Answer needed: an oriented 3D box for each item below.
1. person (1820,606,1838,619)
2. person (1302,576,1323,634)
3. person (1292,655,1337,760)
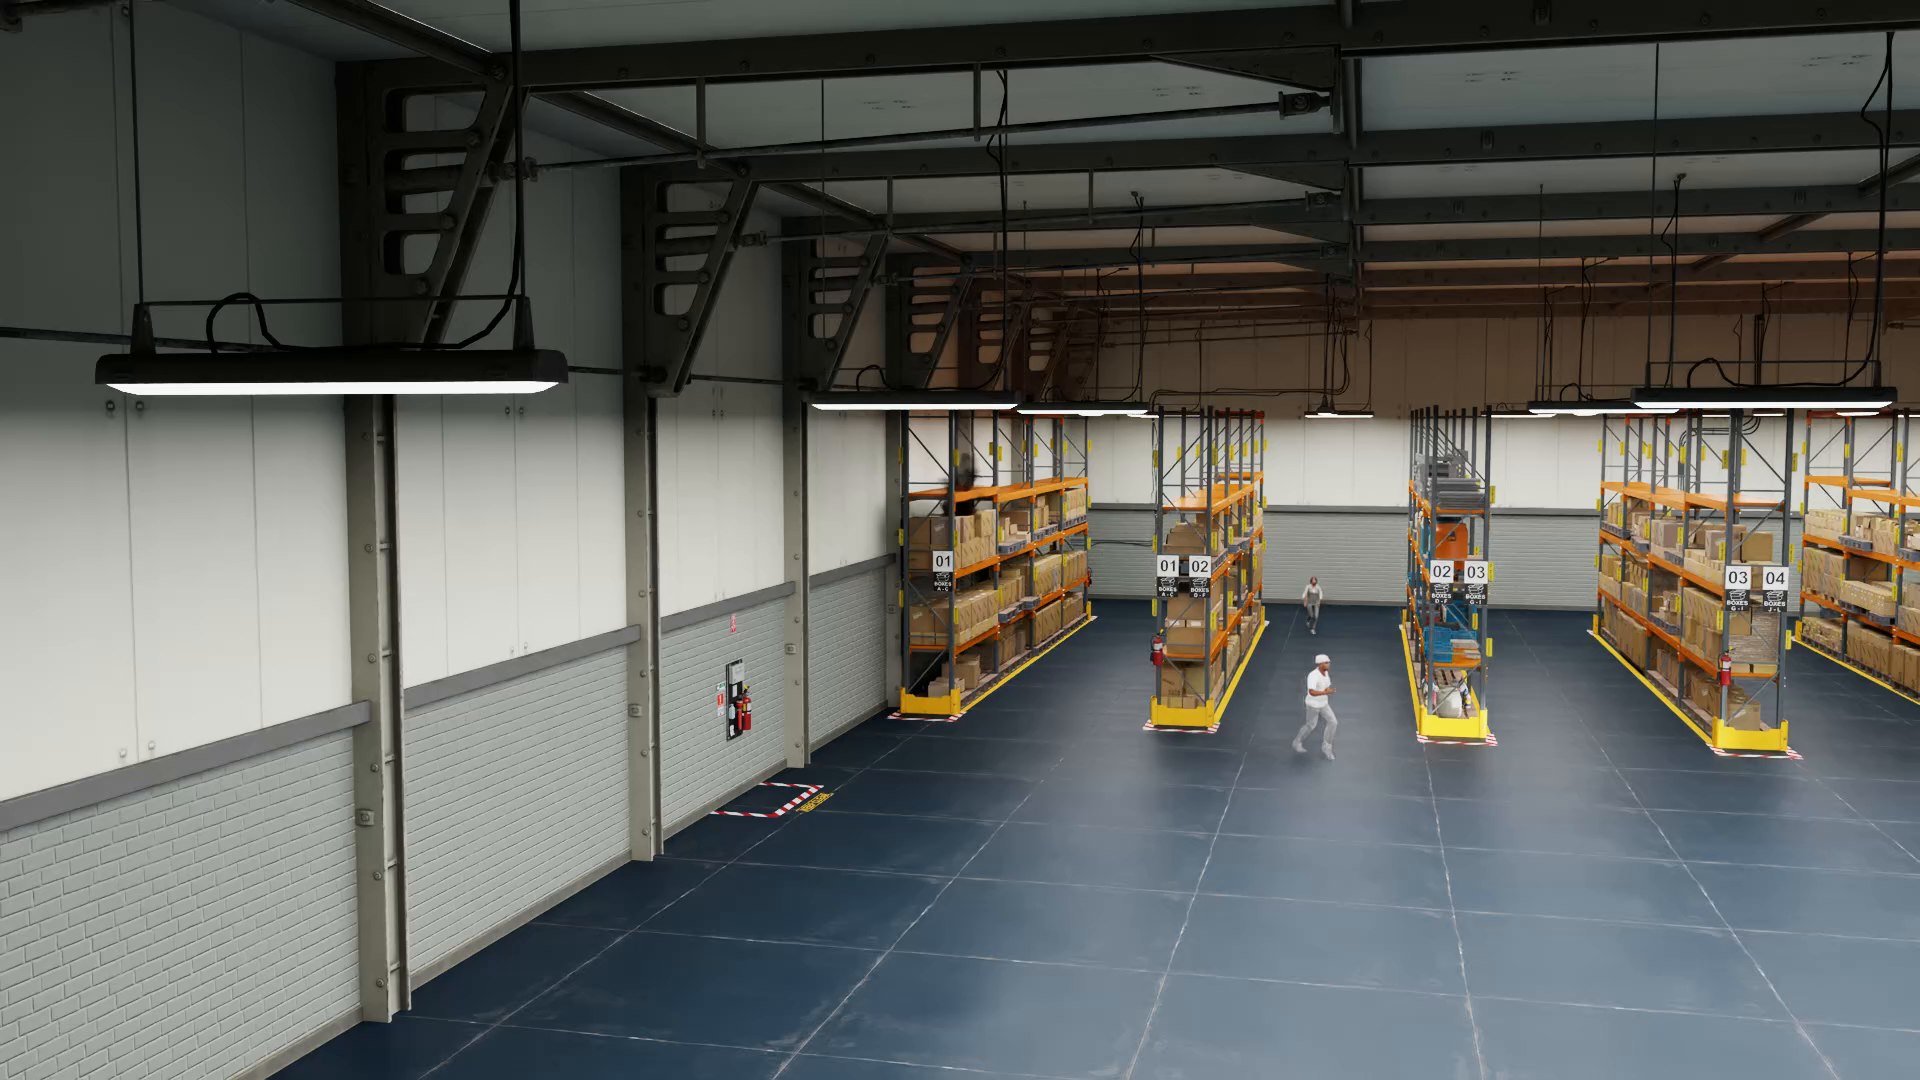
[{"bbox_3d":[23.143,1.678,44.129,0.755,1.751,0.713,4,6,42],"label":"person"},{"bbox_3d":[9.496,1.759,44.758,0.529,1.538,0.577,0,4,1],"label":"person"},{"bbox_3d":[6.033,2.826,28.241,0.850,1.804,0.727,3,5,40],"label":"person"}]
